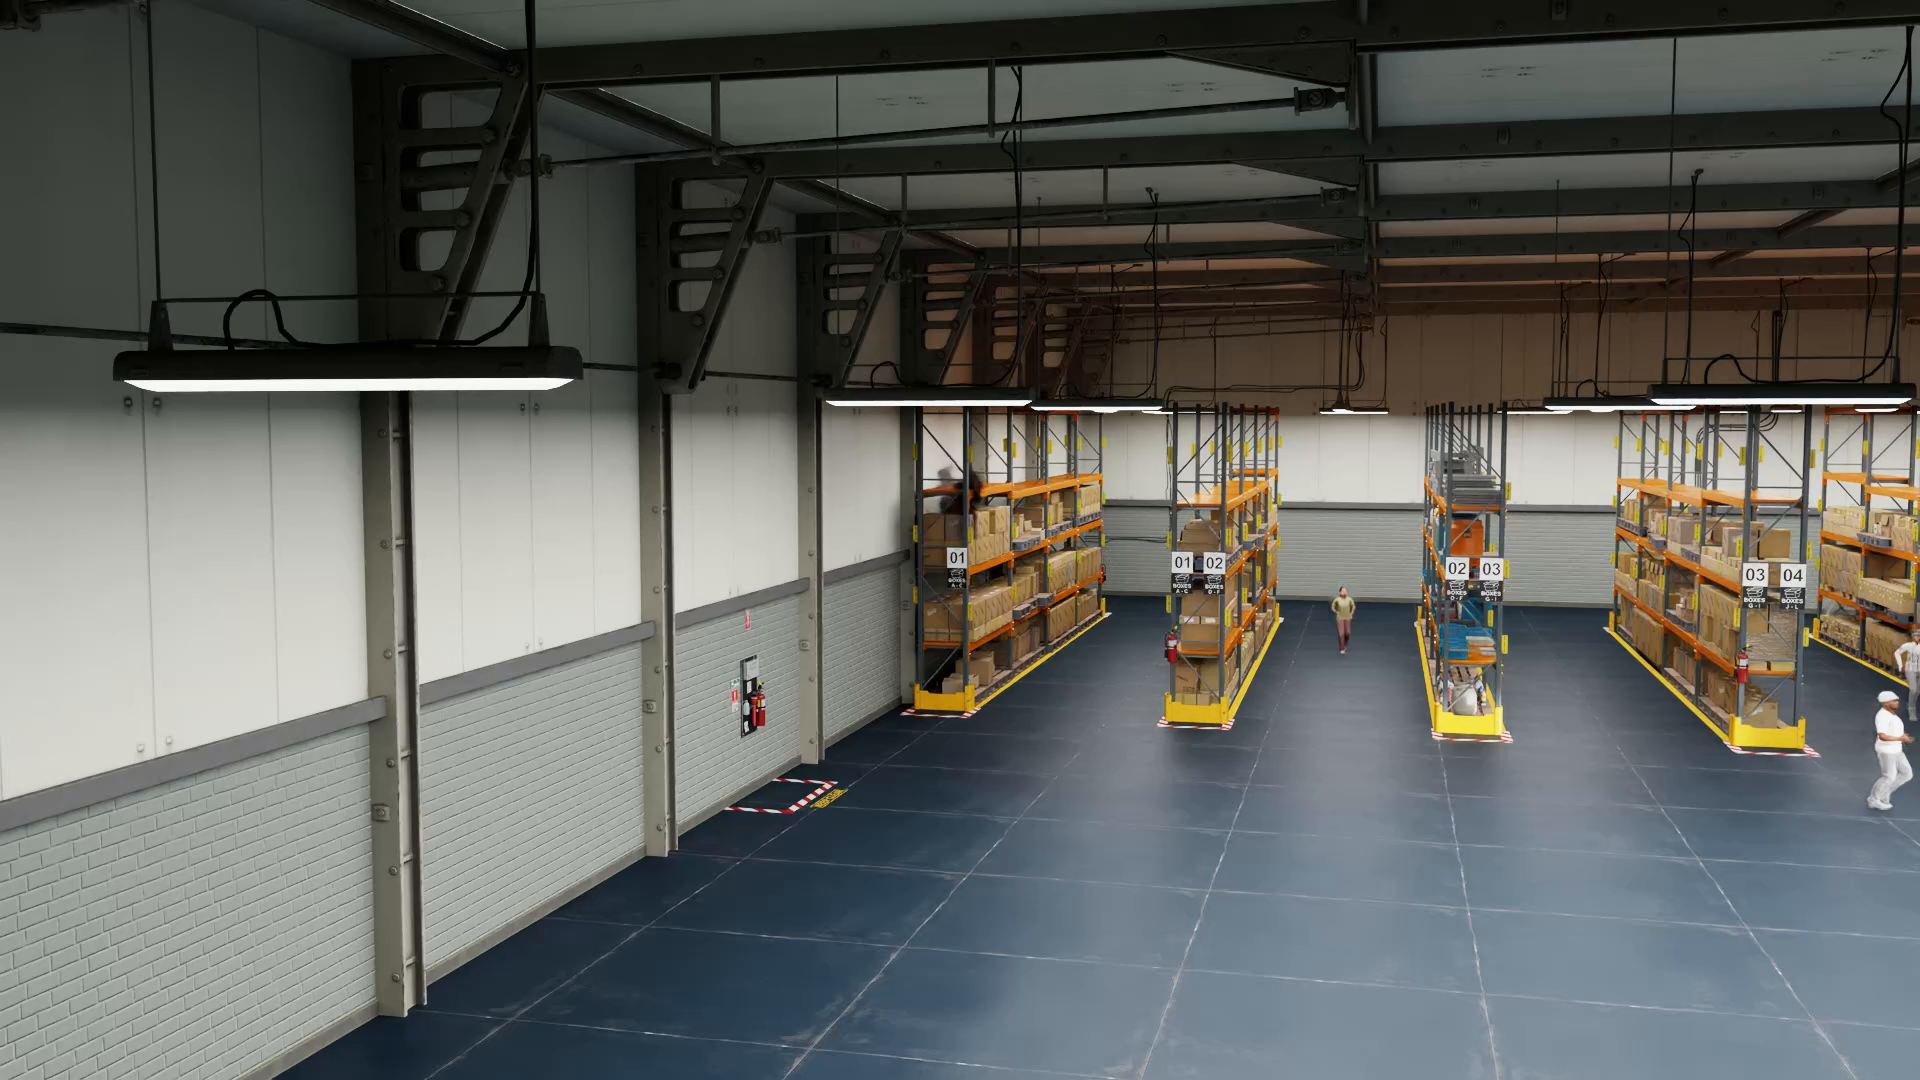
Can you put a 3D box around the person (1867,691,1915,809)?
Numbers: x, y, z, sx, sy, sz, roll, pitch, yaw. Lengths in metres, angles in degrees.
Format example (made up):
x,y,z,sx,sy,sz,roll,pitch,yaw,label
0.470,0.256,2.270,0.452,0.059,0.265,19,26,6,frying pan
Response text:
x,y,z,sx,sy,sz,roll,pitch,yaw,label
13.543,3.066,24.133,0.626,1.750,0.680,4,6,43,person

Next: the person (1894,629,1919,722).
x,y,z,sx,sy,sz,roll,pitch,yaw,label
18.136,2.544,31.579,0.583,1.752,0.763,1,4,8,person

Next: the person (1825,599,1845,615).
x,y,z,sx,sy,sz,roll,pitch,yaw,label
23.317,1.661,44.246,0.577,1.615,0.607,1,4,17,person

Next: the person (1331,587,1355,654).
x,y,z,sx,sy,sz,roll,pitch,yaw,label
9.271,1.941,40.164,0.590,1.630,0.519,0,4,4,person
